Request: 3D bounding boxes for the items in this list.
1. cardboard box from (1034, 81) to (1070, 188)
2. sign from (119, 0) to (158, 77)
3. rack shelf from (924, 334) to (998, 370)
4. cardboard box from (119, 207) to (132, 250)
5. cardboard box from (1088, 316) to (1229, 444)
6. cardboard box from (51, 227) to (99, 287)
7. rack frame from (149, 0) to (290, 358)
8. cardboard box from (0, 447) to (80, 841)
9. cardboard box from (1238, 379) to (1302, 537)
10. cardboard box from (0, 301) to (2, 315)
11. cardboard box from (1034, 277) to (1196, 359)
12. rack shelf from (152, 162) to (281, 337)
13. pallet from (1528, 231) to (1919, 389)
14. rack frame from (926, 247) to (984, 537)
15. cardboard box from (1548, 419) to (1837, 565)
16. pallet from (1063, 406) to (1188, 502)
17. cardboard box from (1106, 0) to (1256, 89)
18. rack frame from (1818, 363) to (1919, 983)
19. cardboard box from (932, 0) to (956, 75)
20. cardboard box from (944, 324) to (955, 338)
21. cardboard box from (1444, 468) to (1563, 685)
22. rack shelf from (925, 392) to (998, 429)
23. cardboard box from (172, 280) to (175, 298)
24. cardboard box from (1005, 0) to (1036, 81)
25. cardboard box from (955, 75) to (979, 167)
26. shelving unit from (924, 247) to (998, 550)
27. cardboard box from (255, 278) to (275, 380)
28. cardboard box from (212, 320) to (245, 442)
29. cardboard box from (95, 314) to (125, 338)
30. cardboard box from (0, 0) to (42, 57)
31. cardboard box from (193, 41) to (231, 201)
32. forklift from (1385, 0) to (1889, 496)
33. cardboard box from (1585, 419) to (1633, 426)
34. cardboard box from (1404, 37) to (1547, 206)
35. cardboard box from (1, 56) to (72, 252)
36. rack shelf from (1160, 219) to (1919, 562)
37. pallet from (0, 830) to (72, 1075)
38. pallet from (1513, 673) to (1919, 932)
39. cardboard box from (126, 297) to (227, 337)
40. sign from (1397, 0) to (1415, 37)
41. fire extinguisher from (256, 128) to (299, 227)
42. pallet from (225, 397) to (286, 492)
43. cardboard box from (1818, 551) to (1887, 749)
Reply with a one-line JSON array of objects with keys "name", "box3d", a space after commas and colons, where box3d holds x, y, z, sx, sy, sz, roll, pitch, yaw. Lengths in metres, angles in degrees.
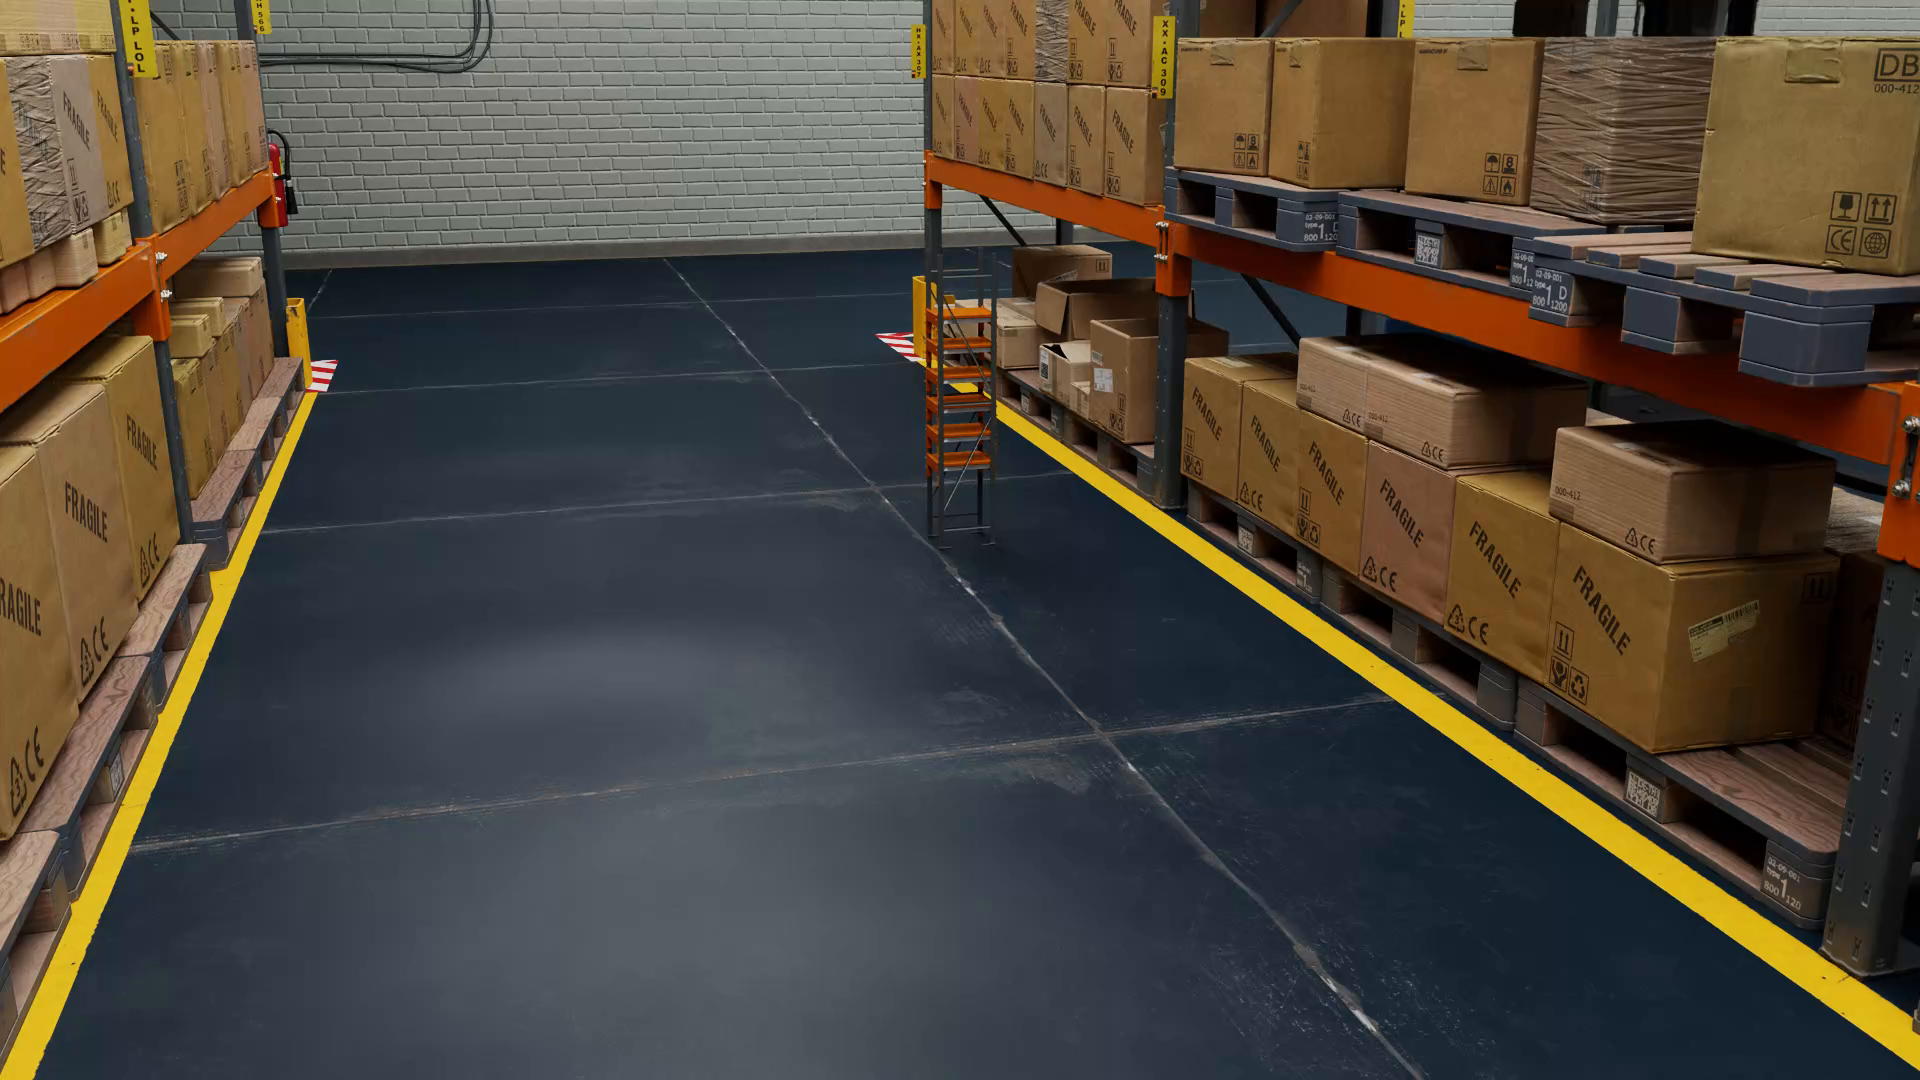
[{"name": "cardboard box", "box3d": [0.690, -2.069, 8.453, 0.500, 0.500, 0.500, -4, 17, -14]}, {"name": "sign", "box3d": [-2.882, -1.788, 5.817, 0.100, 0.325, 0.005, -5, 17, -15]}, {"name": "rack shelf", "box3d": [0.004, -0.758, 6.710, 0.258, 0.103, 0.180, -5, 17, -15]}, {"name": "cardboard box", "box3d": [-3.036, -1.044, 5.617, 0.380, 0.149, 0.250, -5, 17, -15]}, {"name": "cardboard box", "box3d": [0.931, -0.768, 7.874, 0.500, 0.500, 0.500, -5, 17, -15]}, {"name": "cardboard box", "box3d": [-2.787, -0.833, 4.912, 0.380, 0.149, 0.250, -5, 17, -15]}, {"name": "rack frame", "box3d": [-4.500, -2.333, 9.504, 1.000, 3.000, 0.127, -5, 17, -15]}, {"name": "cardboard box", "box3d": [-2.612, 0.252, 3.906, 0.750, 0.750, 0.750, -5, 17, -16]}, {"name": "cardboard box", "box3d": [1.417, -0.333, 6.426, 0.500, 0.500, 0.500, -4, 17, -14]}, {"name": "cardboard box", "box3d": [-2.667, -0.615, 4.188, 0.380, 0.149, 0.250, -4, 17, -14]}, {"name": "cardboard box", "box3d": [0.839, -1.153, 9.152, 0.797, 0.503, 0.637, -5, 17, -15]}, {"name": "rack shelf", "box3d": [-3.951, -1.435, 7.766, 1.077, 0.370, 4.000, -5, 17, -15]}, {"name": "pallet", "box3d": [2.206, -0.603, 4.078, 1.213, 0.211, 1.003, -5, 17, -15]}, {"name": "rack frame", "box3d": [-0.021, -0.596, 6.850, 0.240, 1.200, 0.006, -5, 17, -15]}, {"name": "cardboard box", "box3d": [1.958, -0.141, 4.483, 0.500, 0.250, 0.500, -4, 17, -13]}, {"name": "pallet", "box3d": [1.173, -0.473, 8.161, 1.003, 0.211, 1.213, -5, 17, -15]}, {"name": "cardboard box", "box3d": [0.973, -2.265, 7.367, 0.500, 0.500, 0.500, -5, 17, -15]}, {"name": "rack frame", "box3d": [2.460, -0.513, 3.444, 1.000, 3.000, 0.127, -5, 17, -15]}, {"name": "cardboard box", "box3d": [0.130, -3.109, 10.175, 0.500, 0.500, 0.500, -4, 17, -14]}, {"name": "cardboard box", "box3d": [0.115, -1.367, 10.449, 0.380, 0.166, 0.250, -5, 17, -15]}, {"name": "cardboard box", "box3d": [1.835, 0.091, 5.017, 0.500, 0.500, 0.500, -5, 18, -17]}, {"name": "rack shelf", "box3d": [0.004, -0.528, 6.779, 0.258, 0.103, 0.180, -5, 17, -15]}, {"name": "cardboard box", "box3d": [-4.299, -1.340, 8.688, 0.380, 0.149, 0.250, -5, 17, -15]}, {"name": "cardboard box", "box3d": [0.554, -2.685, 8.766, 0.500, 0.500, 0.500, -5, 17, -16]}, {"name": "cardboard box", "box3d": [0.277, -2.487, 9.845, 0.500, 0.500, 0.500, -5, 17, -16]}, {"name": "shelving unit", "box3d": [0.004, -0.571, 6.766, 0.258, 1.200, 0.189, -5, 17, -15]}, {"name": "cardboard box", "box3d": [-4.212, -1.151, 9.185, 0.700, 0.500, 0.500, -5, 17, -15]}, {"name": "cardboard box", "box3d": [-3.782, -0.727, 7.772, 0.700, 0.500, 0.500, -4, 17, -14]}, {"name": "cardboard box", "box3d": [-3.879, -0.918, 7.283, 0.380, 0.149, 0.250, -5, 18, -17]}, {"name": "cardboard box", "box3d": [-2.755, -1.393, 4.347, 0.500, 0.250, 0.500, -4, 17, -14]}, {"name": "cardboard box", "box3d": [-3.939, -1.924, 7.622, 0.980, 0.700, 0.700, -6, 18, -18]}, {"name": "forklift", "box3d": [3.225, -1.697, 7.506, 1.130, 2.935, 3.031, -6, 18, -18]}, {"name": "cardboard box", "box3d": [2.179, -0.102, 5.658, 0.500, 0.500, 0.500, -5, 18, -17]}, {"name": "cardboard box", "box3d": [1.906, -1.384, 5.442, 0.700, 0.500, 0.500, -10, 19, -29]}, {"name": "cardboard box", "box3d": [-2.752, -1.038, 4.470, 0.500, 0.500, 0.500, -5, 17, -15]}, {"name": "rack shelf", "box3d": [1.910, -0.721, 5.389, 1.077, 0.370, 4.000, -5, 17, -15]}, {"name": "pallet", "box3d": [-2.446, 0.992, 3.284, 1.003, 0.211, 1.213, -5, 17, -15]}, {"name": "pallet", "box3d": [2.291, 0.613, 4.543, 1.003, 0.211, 1.213, -5, 17, -15]}, {"name": "cardboard box", "box3d": [-3.570, -1.009, 7.586, 0.380, 0.149, 0.250, -5, 17, -17]}, {"name": "sign", "box3d": [1.893, -2.218, 7.110, 0.100, 0.325, 0.005, -5, 17, -15]}, {"name": "fire extinguisher", "box3d": [-4.098, -2.195, 9.829, 0.296, 0.674, 0.183, -5, 17, -15]}, {"name": "pallet", "box3d": [-3.874, -0.445, 8.068, 1.003, 0.211, 1.213, -5, 17, -15]}, {"name": "cardboard box", "box3d": [2.610, 0.325, 4.235, 0.500, 0.500, 0.500, -4, 17, -13]}]
